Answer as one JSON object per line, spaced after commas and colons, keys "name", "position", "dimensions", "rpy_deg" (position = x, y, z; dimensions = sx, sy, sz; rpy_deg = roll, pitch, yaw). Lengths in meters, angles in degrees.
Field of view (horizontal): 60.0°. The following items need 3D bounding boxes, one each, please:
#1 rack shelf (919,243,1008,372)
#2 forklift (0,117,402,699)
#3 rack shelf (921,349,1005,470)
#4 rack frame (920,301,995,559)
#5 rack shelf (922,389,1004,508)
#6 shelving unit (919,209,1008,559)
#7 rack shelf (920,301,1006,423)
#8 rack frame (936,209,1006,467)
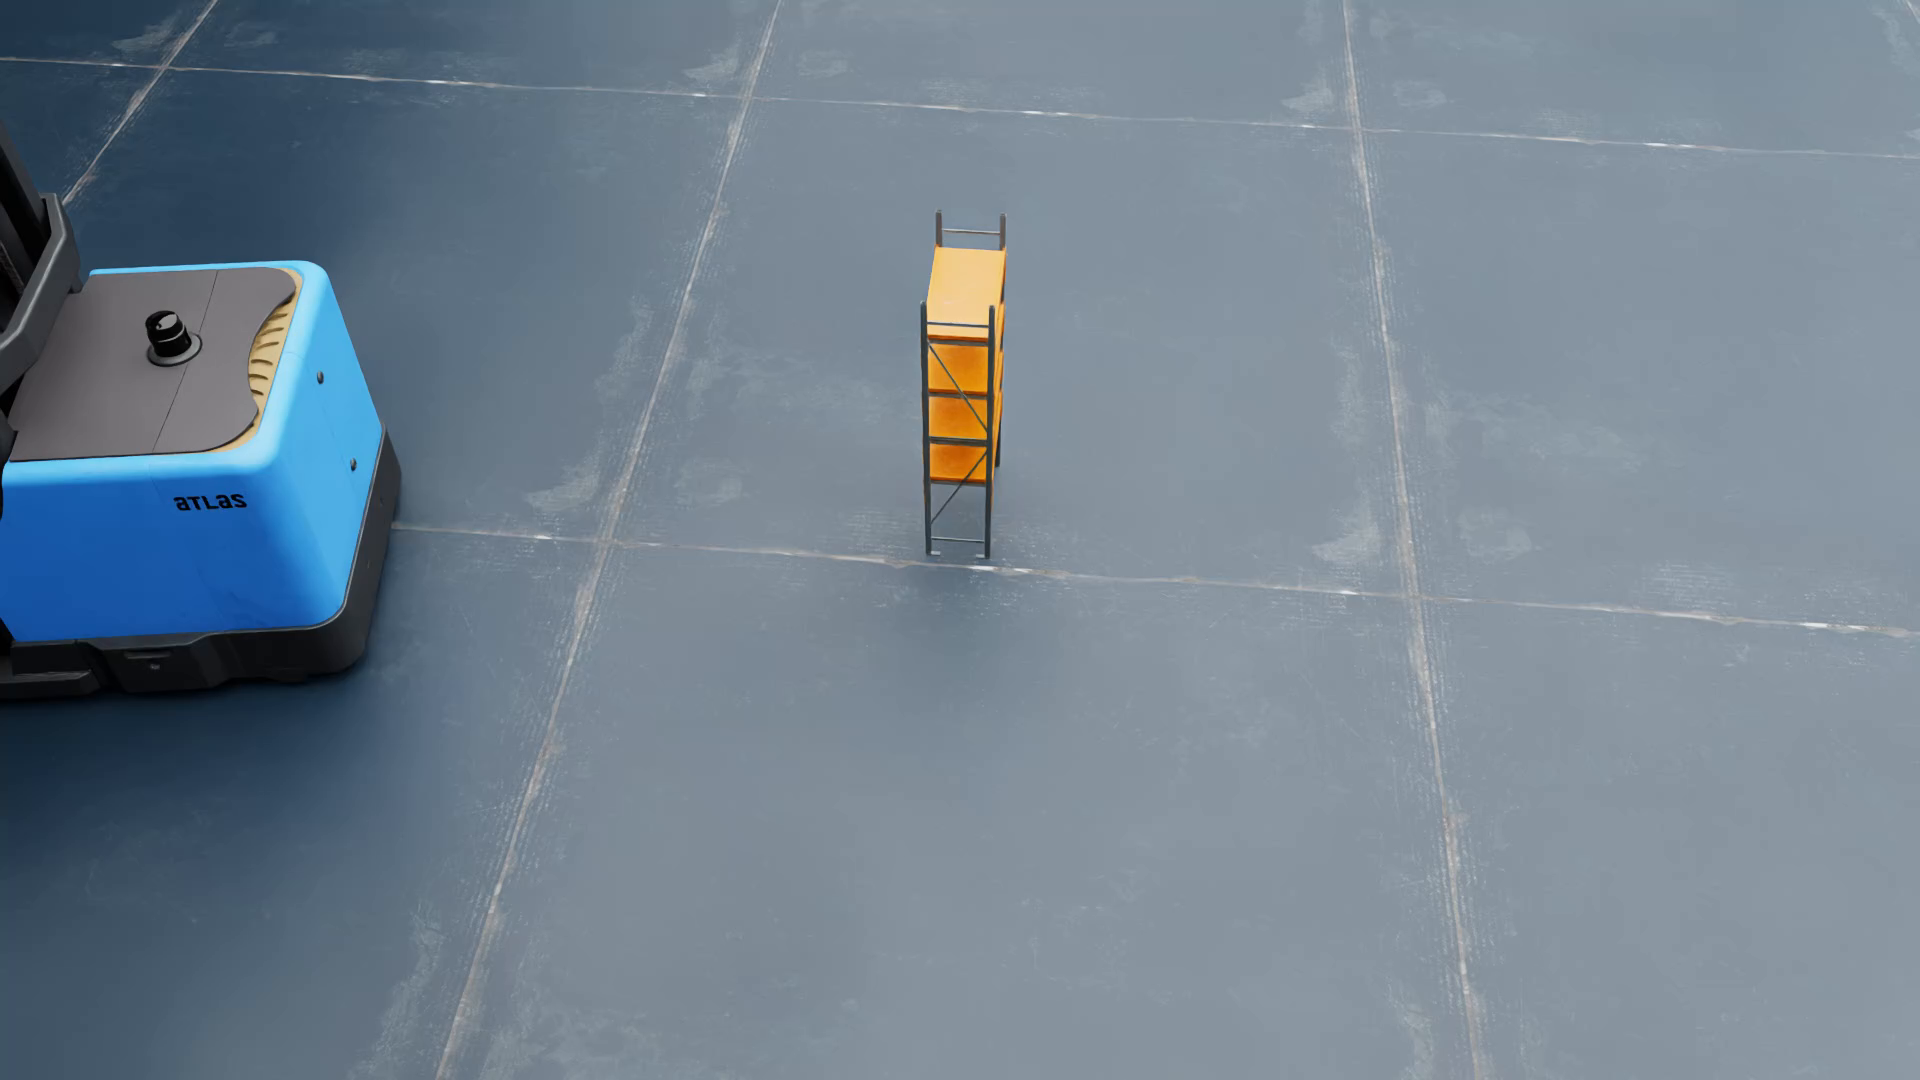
{"name": "rack shelf", "position": [0.015, -0.792, 5.629], "dimensions": [0.258, 0.148, 0.480], "rpy_deg": [4, 48, 4]}
{"name": "forklift", "position": [-3.621, -0.791, 4.988], "dimensions": [3.031, 2.935, 1.130], "rpy_deg": [-3, 48, -3]}
{"name": "rack shelf", "position": [0.015, -0.481, 5.968], "dimensions": [0.258, 0.148, 0.480], "rpy_deg": [4, 48, 4]}
{"name": "rack frame", "position": [-0.007, -0.347, 5.755], "dimensions": [0.240, 1.200, 0.015], "rpy_deg": [4, 48, 4]}
{"name": "rack shelf", "position": [0.015, -0.347, 6.115], "dimensions": [0.258, 0.148, 0.480], "rpy_deg": [4, 48, 4]}
{"name": "shelving unit", "position": [0.015, -0.527, 5.919], "dimensions": [0.258, 1.200, 0.503], "rpy_deg": [4, 48, 4]}
{"name": "rack shelf", "position": [0.015, -0.632, 5.803], "dimensions": [0.258, 0.148, 0.480], "rpy_deg": [4, 48, 4]}
{"name": "rack frame", "position": [0.037, -0.706, 6.083], "dimensions": [0.240, 1.200, 0.015], "rpy_deg": [4, 48, 4]}
